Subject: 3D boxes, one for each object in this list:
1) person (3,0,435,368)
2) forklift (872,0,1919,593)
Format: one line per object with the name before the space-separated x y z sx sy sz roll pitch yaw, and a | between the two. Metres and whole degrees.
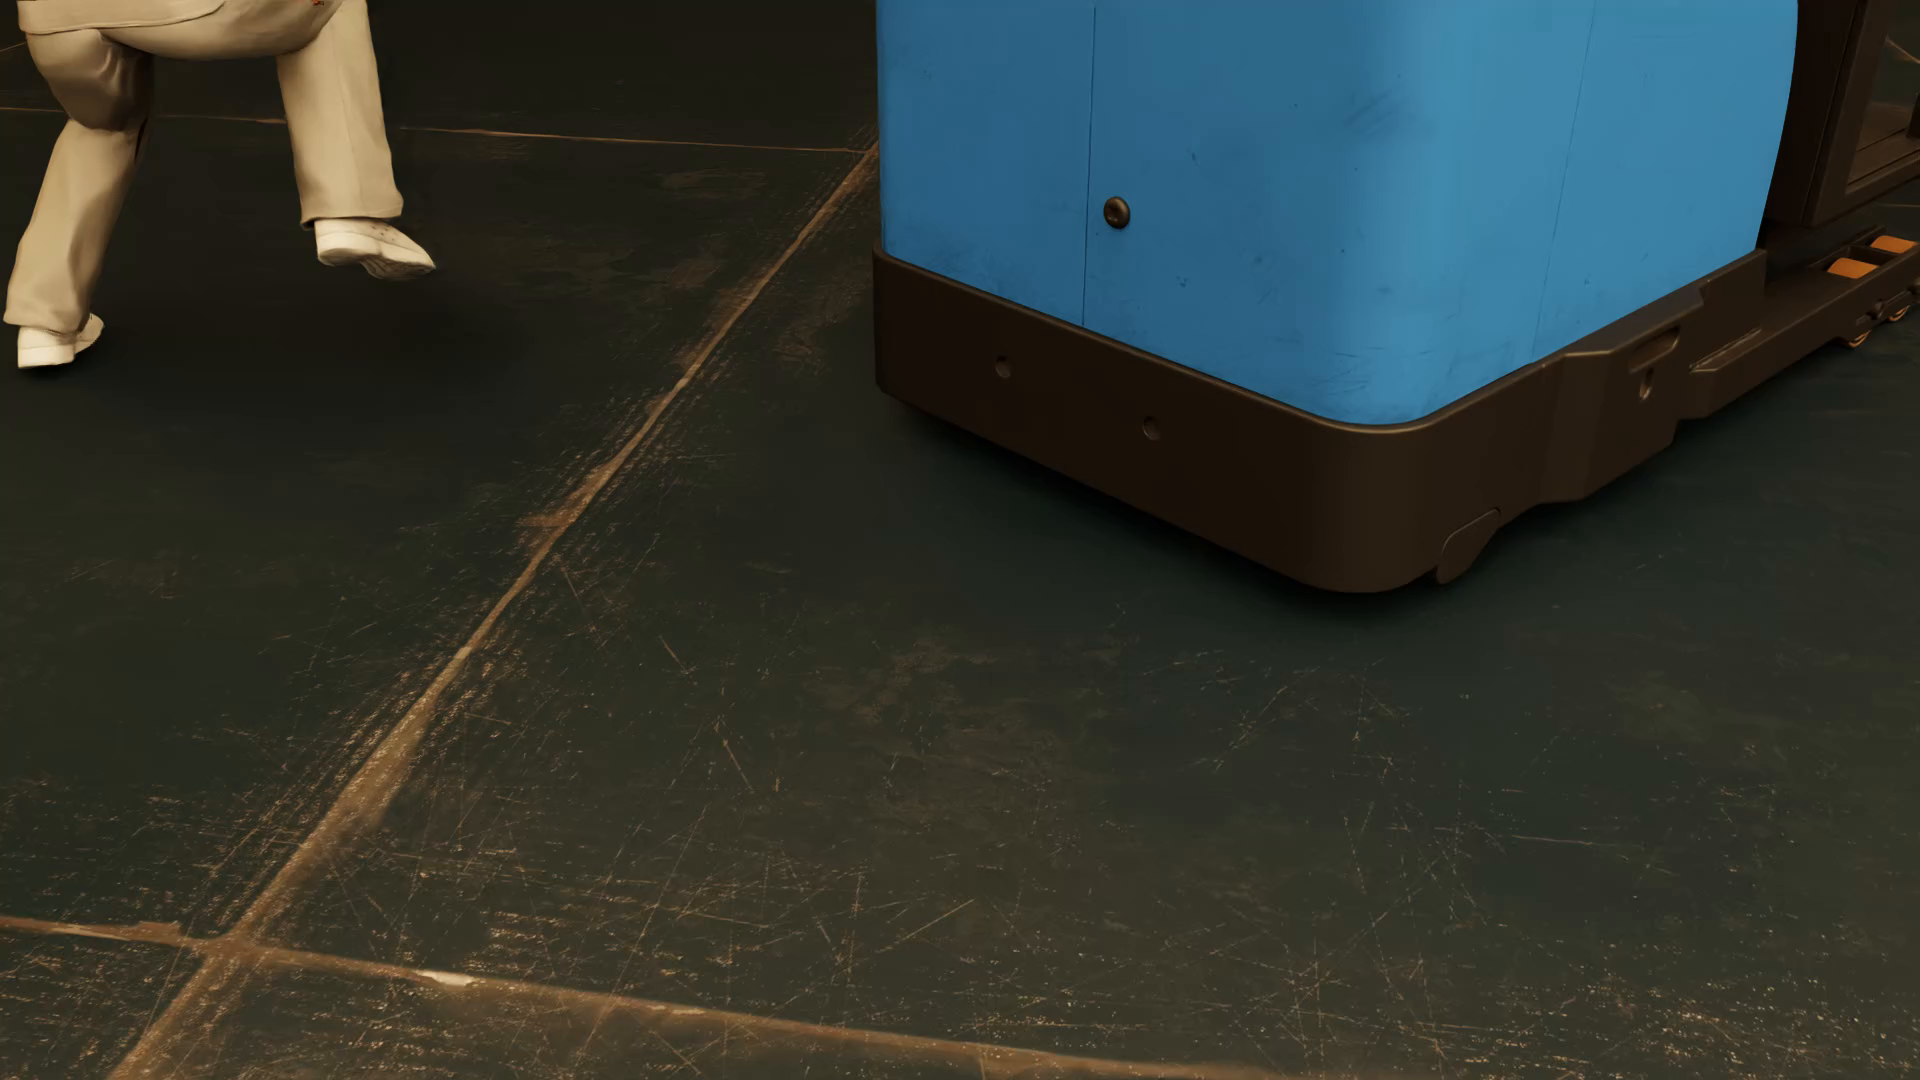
person | -1.397 -0.987 2.860 0.718 1.443 0.597 3 29 5
forklift | 1.277 -1.812 2.745 3.031 2.935 1.130 -24 37 -37
